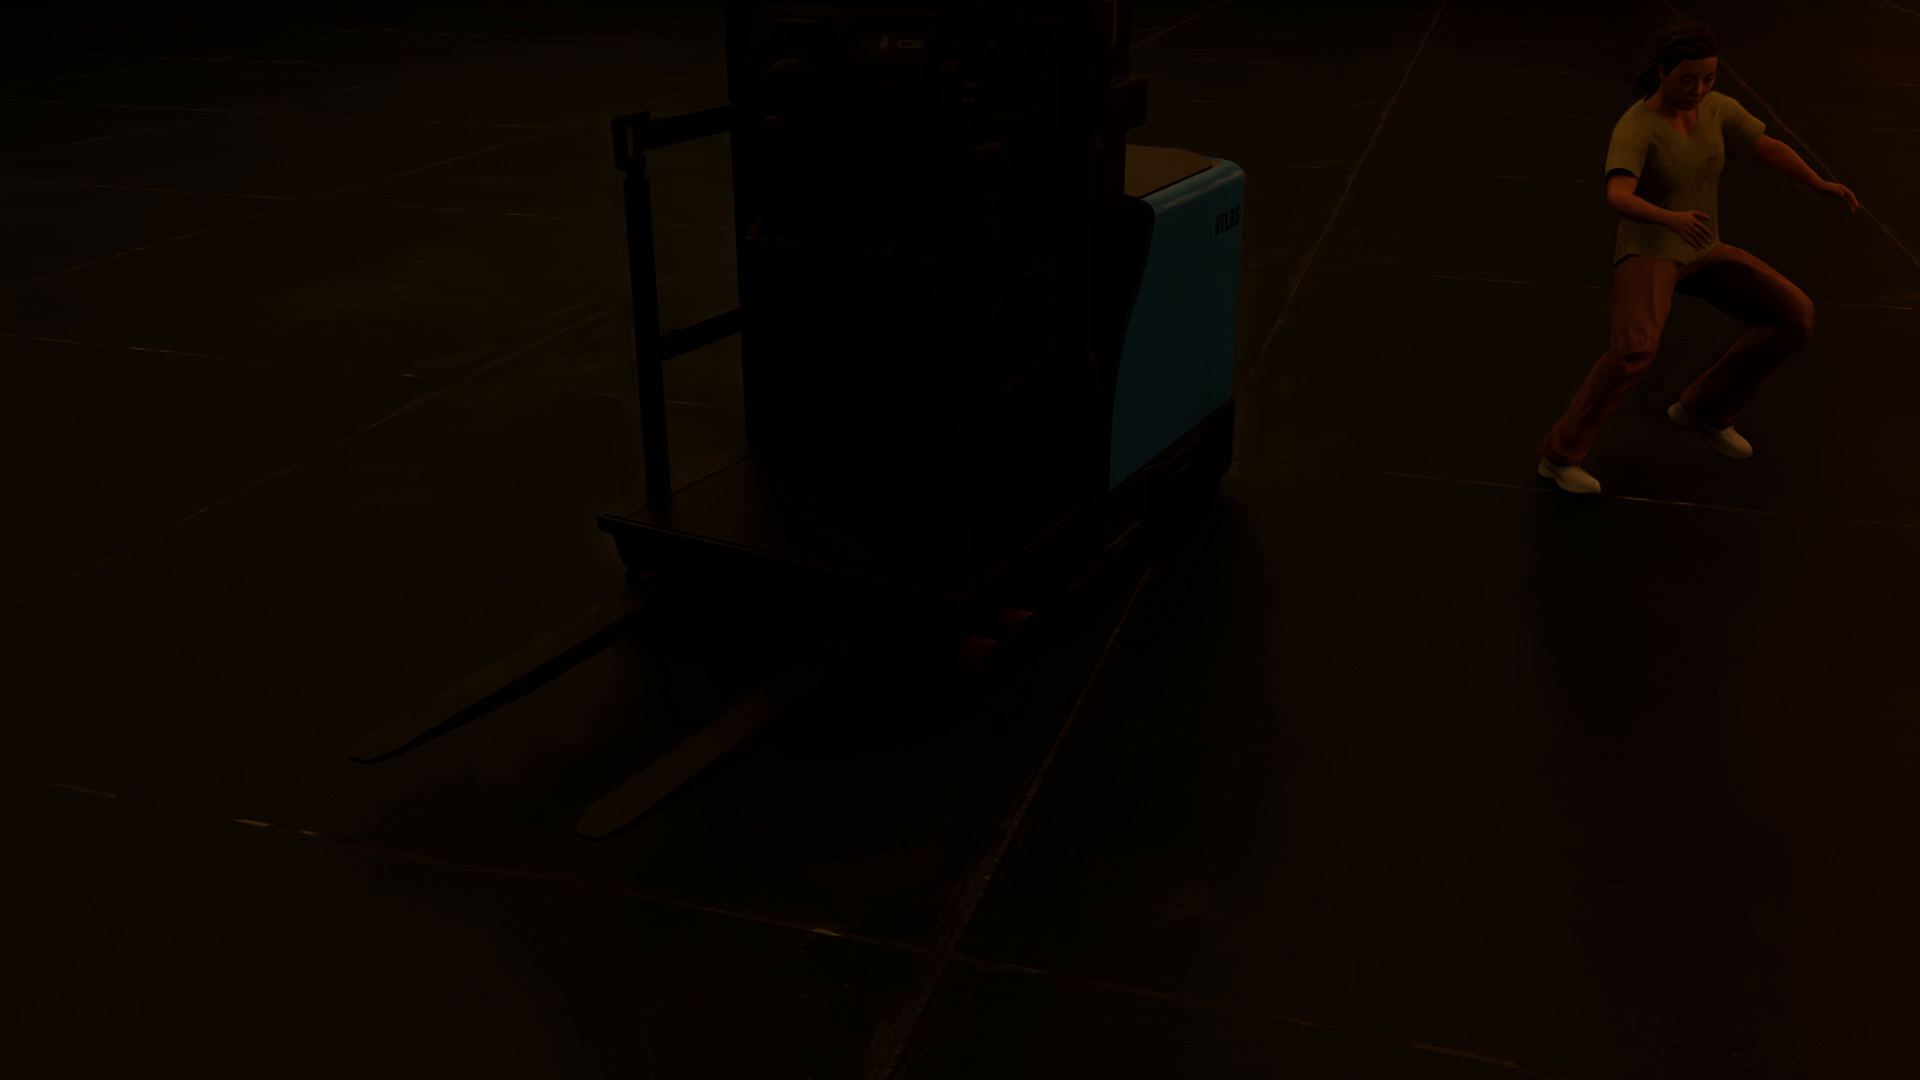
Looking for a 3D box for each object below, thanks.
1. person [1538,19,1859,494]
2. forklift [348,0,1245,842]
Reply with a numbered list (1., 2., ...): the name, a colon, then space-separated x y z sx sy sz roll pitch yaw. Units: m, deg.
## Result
1. person: 2.387 -0.808 5.427 0.873 1.255 0.687 -5 23 -12
2. forklift: -0.251 -1.146 4.055 1.130 2.935 3.031 12 25 26
